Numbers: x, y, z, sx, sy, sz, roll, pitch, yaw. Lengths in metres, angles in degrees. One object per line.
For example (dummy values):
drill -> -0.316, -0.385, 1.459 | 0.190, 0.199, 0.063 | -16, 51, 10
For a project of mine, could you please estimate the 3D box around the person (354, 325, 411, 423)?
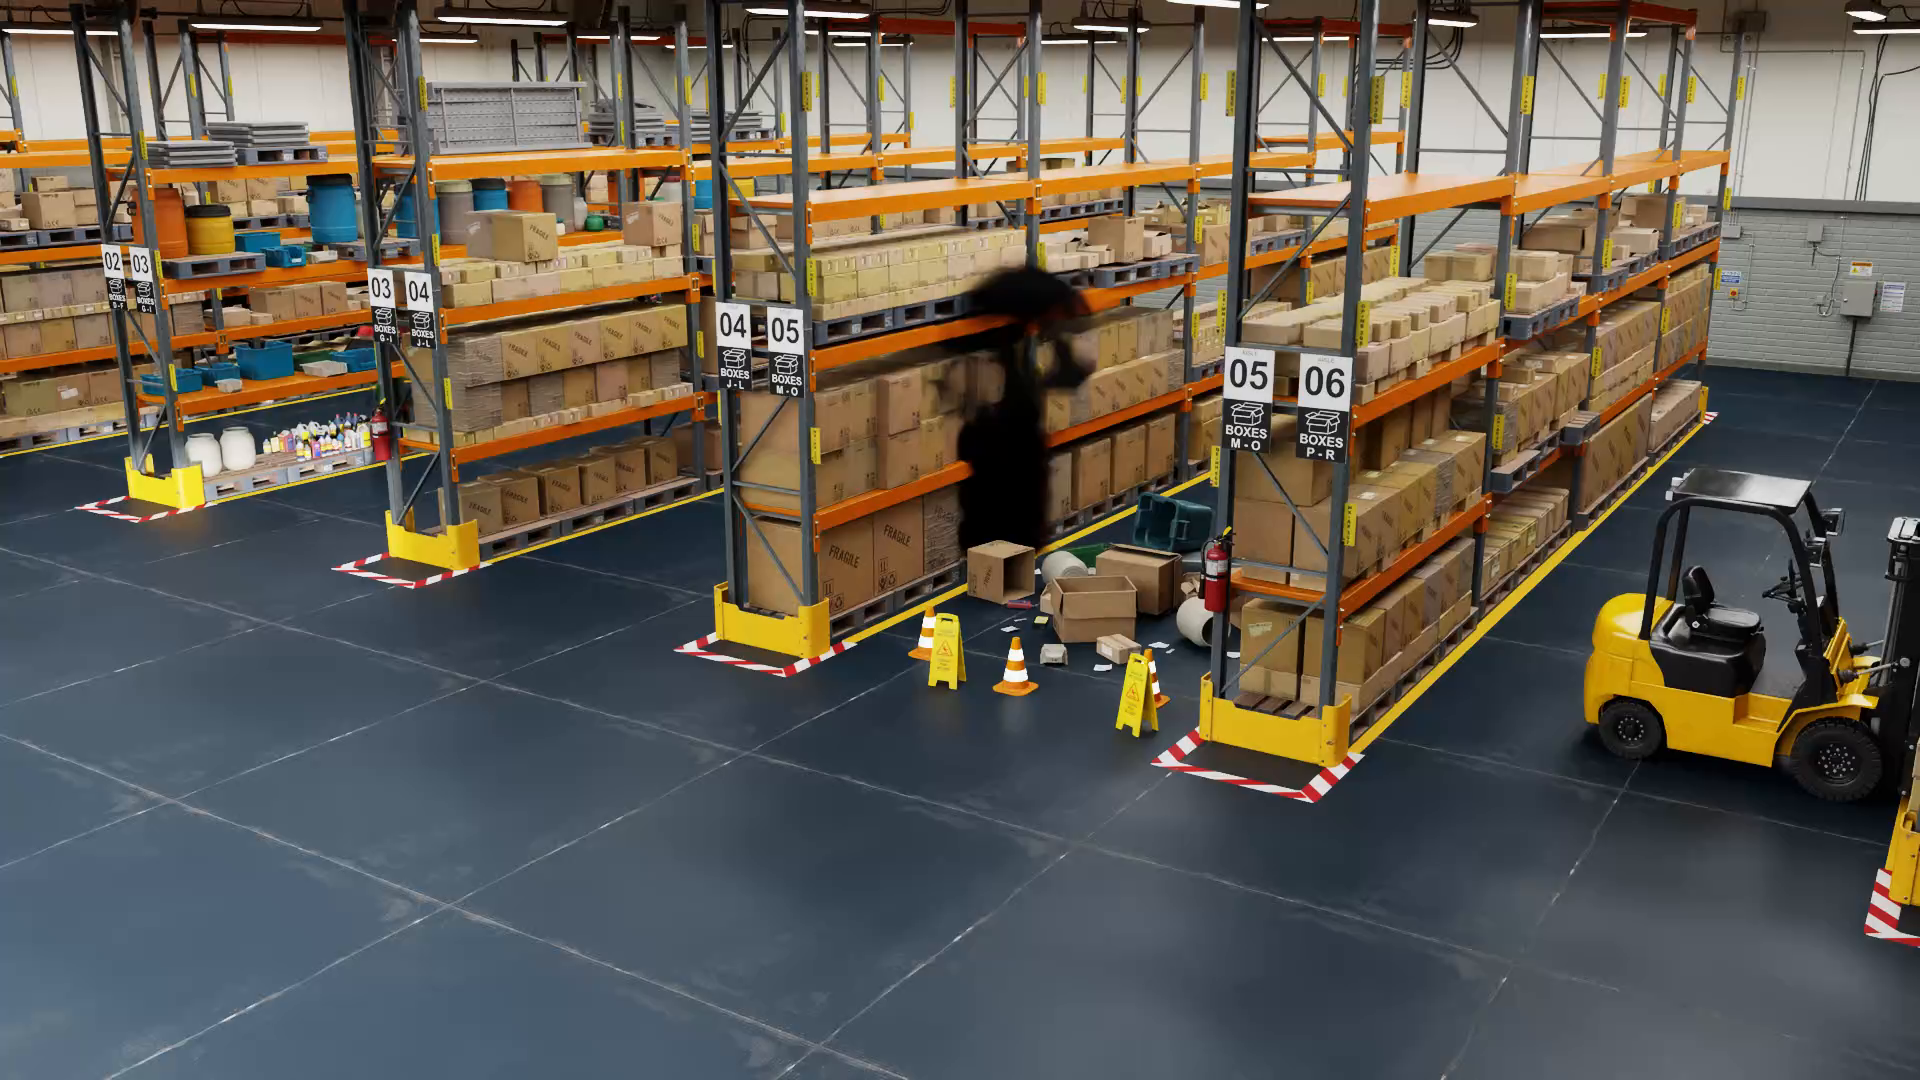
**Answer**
person -> -8.759, -2.493, 25.242 | 0.694, 1.591, 0.825 | 12, 19, 36

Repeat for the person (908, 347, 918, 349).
person -> -0.780, -1.955, 22.232 | 0.592, 1.793, 0.721 | 7, 17, 22
